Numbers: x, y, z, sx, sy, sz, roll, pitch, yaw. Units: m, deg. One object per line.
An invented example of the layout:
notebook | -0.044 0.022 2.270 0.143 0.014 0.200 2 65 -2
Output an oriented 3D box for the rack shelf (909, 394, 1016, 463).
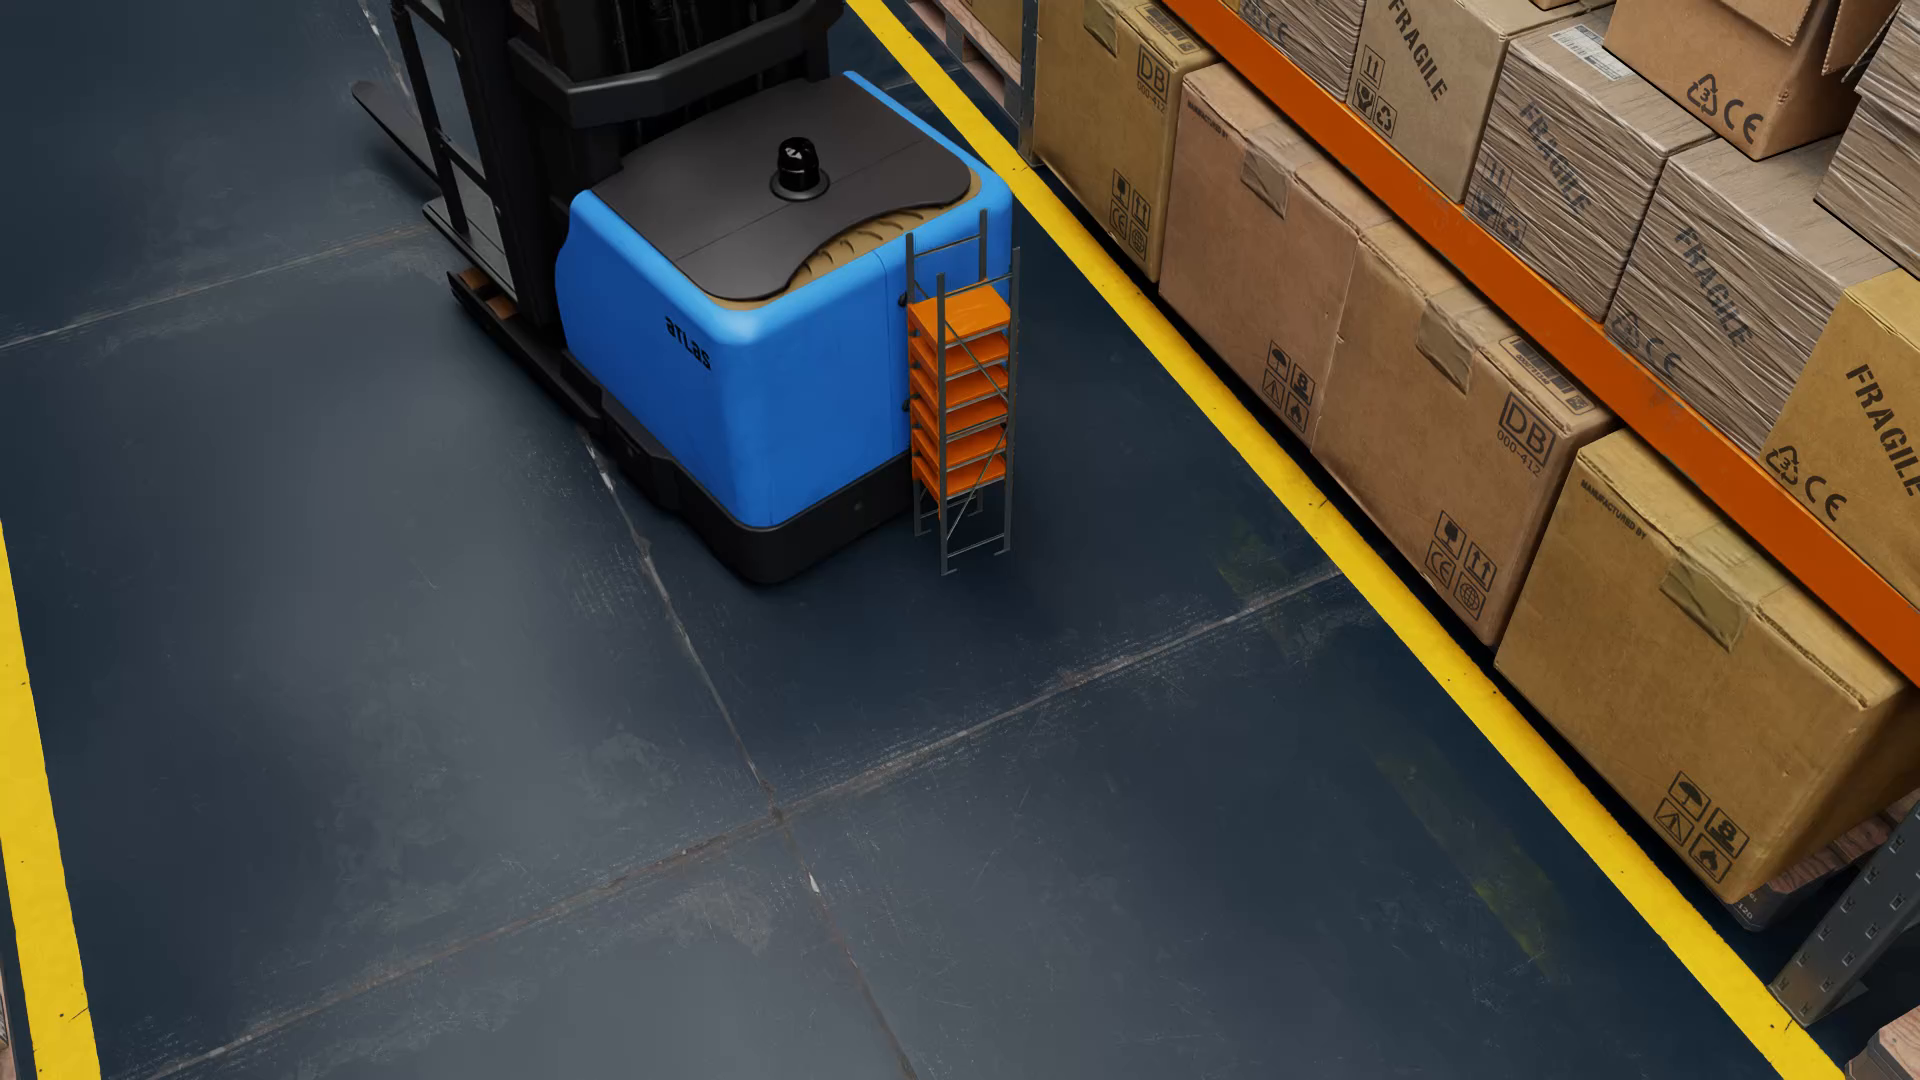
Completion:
rack shelf | 0.007 -0.356 4.823 0.258 0.103 0.180 -21 52 -18

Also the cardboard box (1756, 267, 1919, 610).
cardboard box | 2.084 -0.250 3.409 0.500 0.500 0.500 -20 52 -16

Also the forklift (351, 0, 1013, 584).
forklift | -1.162 -1.881 4.948 1.130 2.935 3.031 -32 56 -25

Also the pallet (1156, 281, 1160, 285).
pallet | 1.120 -1.241 6.195 1.003 0.211 1.213 -21 52 -18

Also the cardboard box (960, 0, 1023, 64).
cardboard box | 0.469 -2.557 6.626 0.875 0.875 0.875 -21 52 -18

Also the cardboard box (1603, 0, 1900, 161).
cardboard box | 1.915 -1.267 3.633 0.797 0.503 0.637 -20 52 -17

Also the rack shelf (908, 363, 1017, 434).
rack shelf | 0.007 -0.435 4.733 0.258 0.103 0.180 -21 52 -18

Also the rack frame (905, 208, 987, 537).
rack frame | -0.035 -0.447 4.843 0.240 1.200 0.006 -21 52 -18

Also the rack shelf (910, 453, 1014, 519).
rack shelf | 0.007 -0.198 5.004 0.258 0.103 0.180 -21 52 -18

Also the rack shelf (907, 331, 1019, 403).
rack shelf | 0.007 -0.514 4.643 0.258 0.103 0.180 -21 52 -18

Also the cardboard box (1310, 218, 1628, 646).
cardboard box | 1.832 -0.479 4.809 1.225 0.875 0.875 -21 52 -17

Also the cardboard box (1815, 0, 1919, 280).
cardboard box | 2.210 -0.830 3.250 0.797 0.503 0.637 -20 52 -16

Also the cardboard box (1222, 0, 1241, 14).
cardboard box | 0.919 -1.952 4.898 0.500 0.500 0.500 -21 52 -17

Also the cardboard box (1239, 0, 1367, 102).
cardboard box | 1.148 -1.617 4.605 0.500 0.500 0.500 -22 52 -18

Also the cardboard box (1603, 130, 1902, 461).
cardboard box | 1.861 -0.586 3.703 0.500 0.500 0.500 -22 52 -18

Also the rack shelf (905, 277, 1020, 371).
rack shelf | 0.007 -0.593 4.552 0.258 0.103 0.180 -21 52 -18

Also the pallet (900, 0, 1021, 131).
pallet | 0.422 -2.267 7.093 1.003 0.211 1.213 -21 52 -18

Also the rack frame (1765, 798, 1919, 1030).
rack frame | 2.531 0.028 3.233 1.000 3.000 0.127 -21 52 -18

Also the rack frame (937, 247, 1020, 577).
rack frame | 0.048 -0.324 4.736 0.240 1.200 0.006 -21 52 -18

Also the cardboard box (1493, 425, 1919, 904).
cardboard box | 2.233 0.120 4.285 1.225 0.875 0.875 -23 53 -19

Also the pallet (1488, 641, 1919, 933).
pallet | 2.237 0.392 4.767 1.003 0.211 1.213 -21 52 -18

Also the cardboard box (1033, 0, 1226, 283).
cardboard box | 1.011 -1.666 5.847 1.225 0.875 0.875 -21 52 -17

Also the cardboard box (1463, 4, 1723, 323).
cardboard box | 1.621 -0.932 4.006 0.500 0.500 0.500 -23 53 -19

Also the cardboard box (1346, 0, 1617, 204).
cardboard box | 1.389 -1.273 4.304 0.500 0.500 0.500 -20 52 -17

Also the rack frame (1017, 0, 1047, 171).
rack frame | 0.700 -2.649 5.574 1.000 3.000 0.127 -21 52 -18

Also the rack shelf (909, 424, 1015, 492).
rack shelf | 0.007 -0.277 4.914 0.258 0.103 0.180 -21 52 -18

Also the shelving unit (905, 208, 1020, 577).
shelving unit | 0.007 -0.385 4.790 0.258 1.200 0.189 -21 52 -18

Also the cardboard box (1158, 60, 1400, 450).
cardboard box | 1.420 -1.069 5.325 1.225 0.875 0.875 -23 53 -19

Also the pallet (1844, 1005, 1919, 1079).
pallet | 2.887 1.470 3.824 1.003 0.211 1.213 -21 52 -18

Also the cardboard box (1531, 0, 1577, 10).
cardboard box | 1.602 -1.714 4.023 0.797 0.503 0.637 -20 52 -16

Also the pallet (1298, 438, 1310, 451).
pallet | 1.683 -0.423 5.480 1.003 0.211 1.213 -21 52 -18
